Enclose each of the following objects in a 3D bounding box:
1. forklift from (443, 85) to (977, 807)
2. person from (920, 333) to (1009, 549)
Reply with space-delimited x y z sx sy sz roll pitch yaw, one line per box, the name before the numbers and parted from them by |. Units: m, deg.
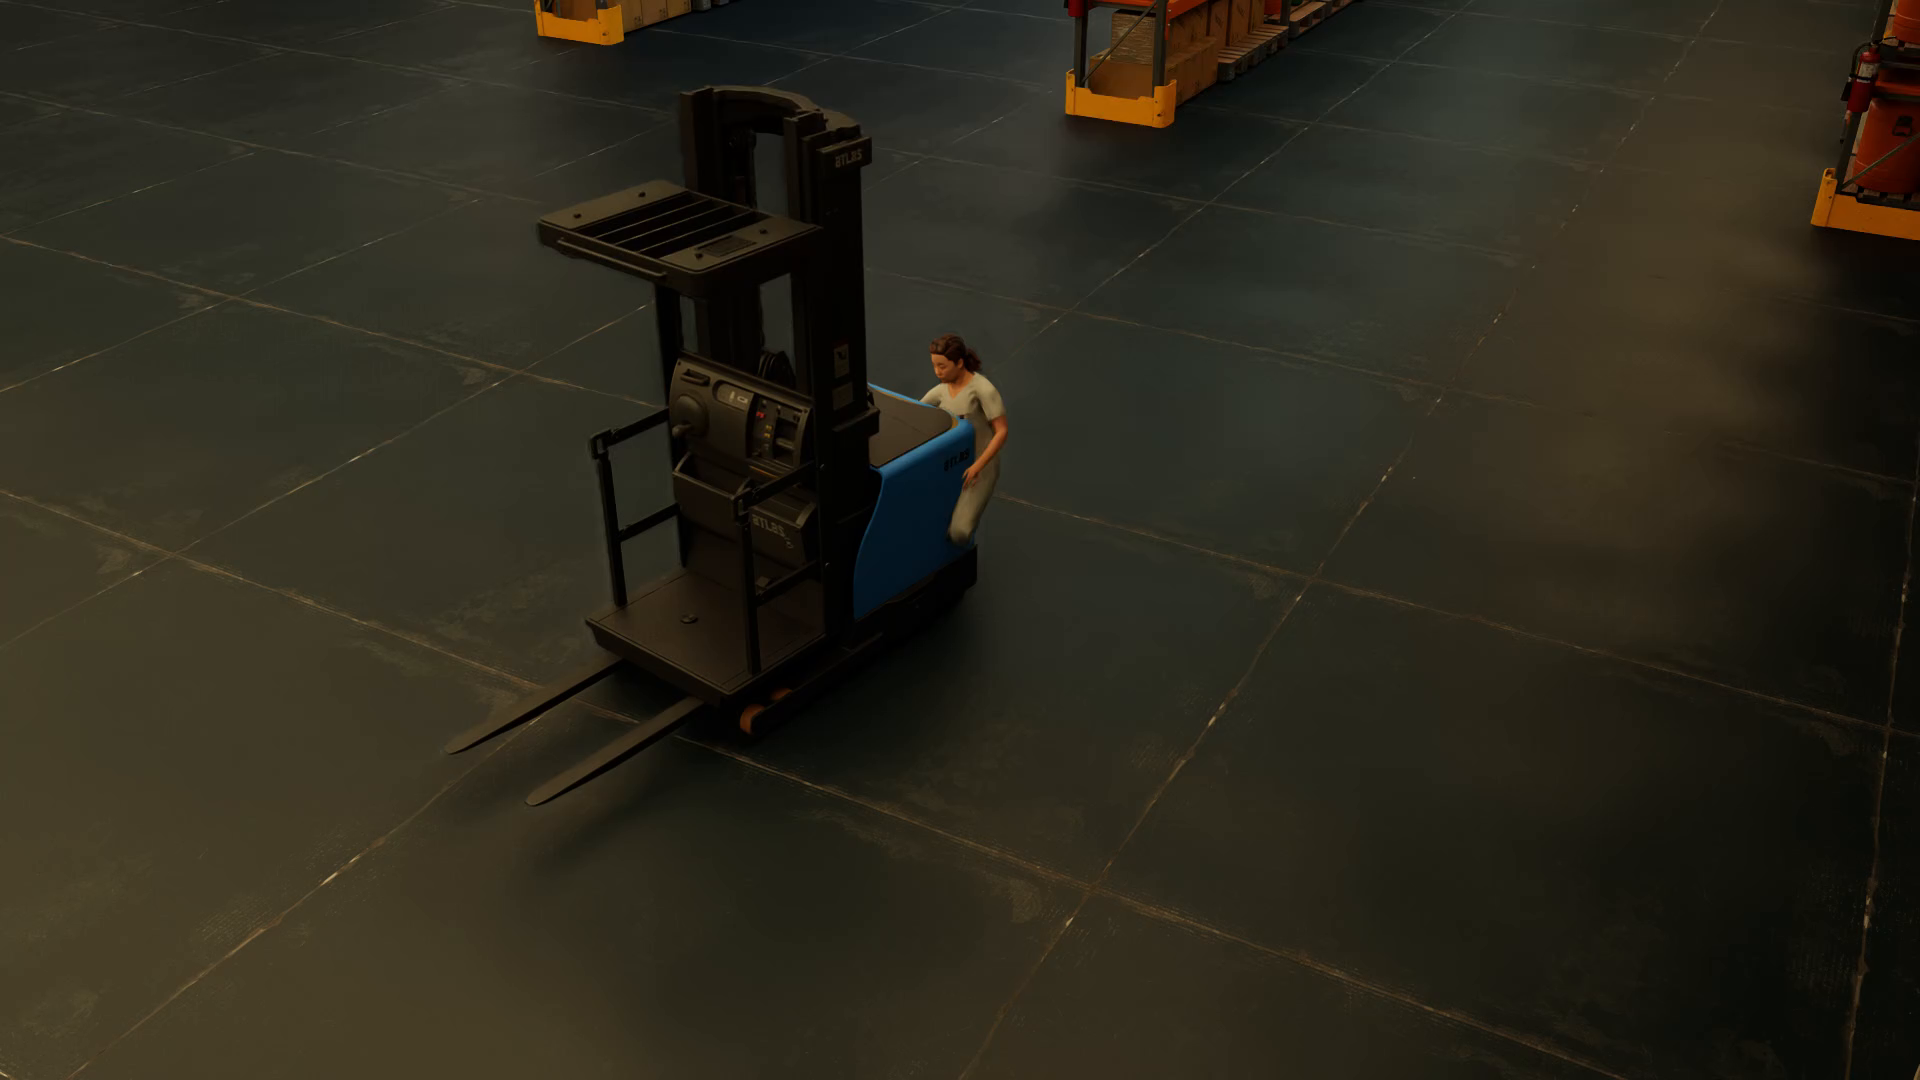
forklift | -1.225 -0.569 8.057 1.130 2.935 3.031 22 37 33
person | -0.142 -0.388 9.180 0.772 1.496 0.727 24 37 35
